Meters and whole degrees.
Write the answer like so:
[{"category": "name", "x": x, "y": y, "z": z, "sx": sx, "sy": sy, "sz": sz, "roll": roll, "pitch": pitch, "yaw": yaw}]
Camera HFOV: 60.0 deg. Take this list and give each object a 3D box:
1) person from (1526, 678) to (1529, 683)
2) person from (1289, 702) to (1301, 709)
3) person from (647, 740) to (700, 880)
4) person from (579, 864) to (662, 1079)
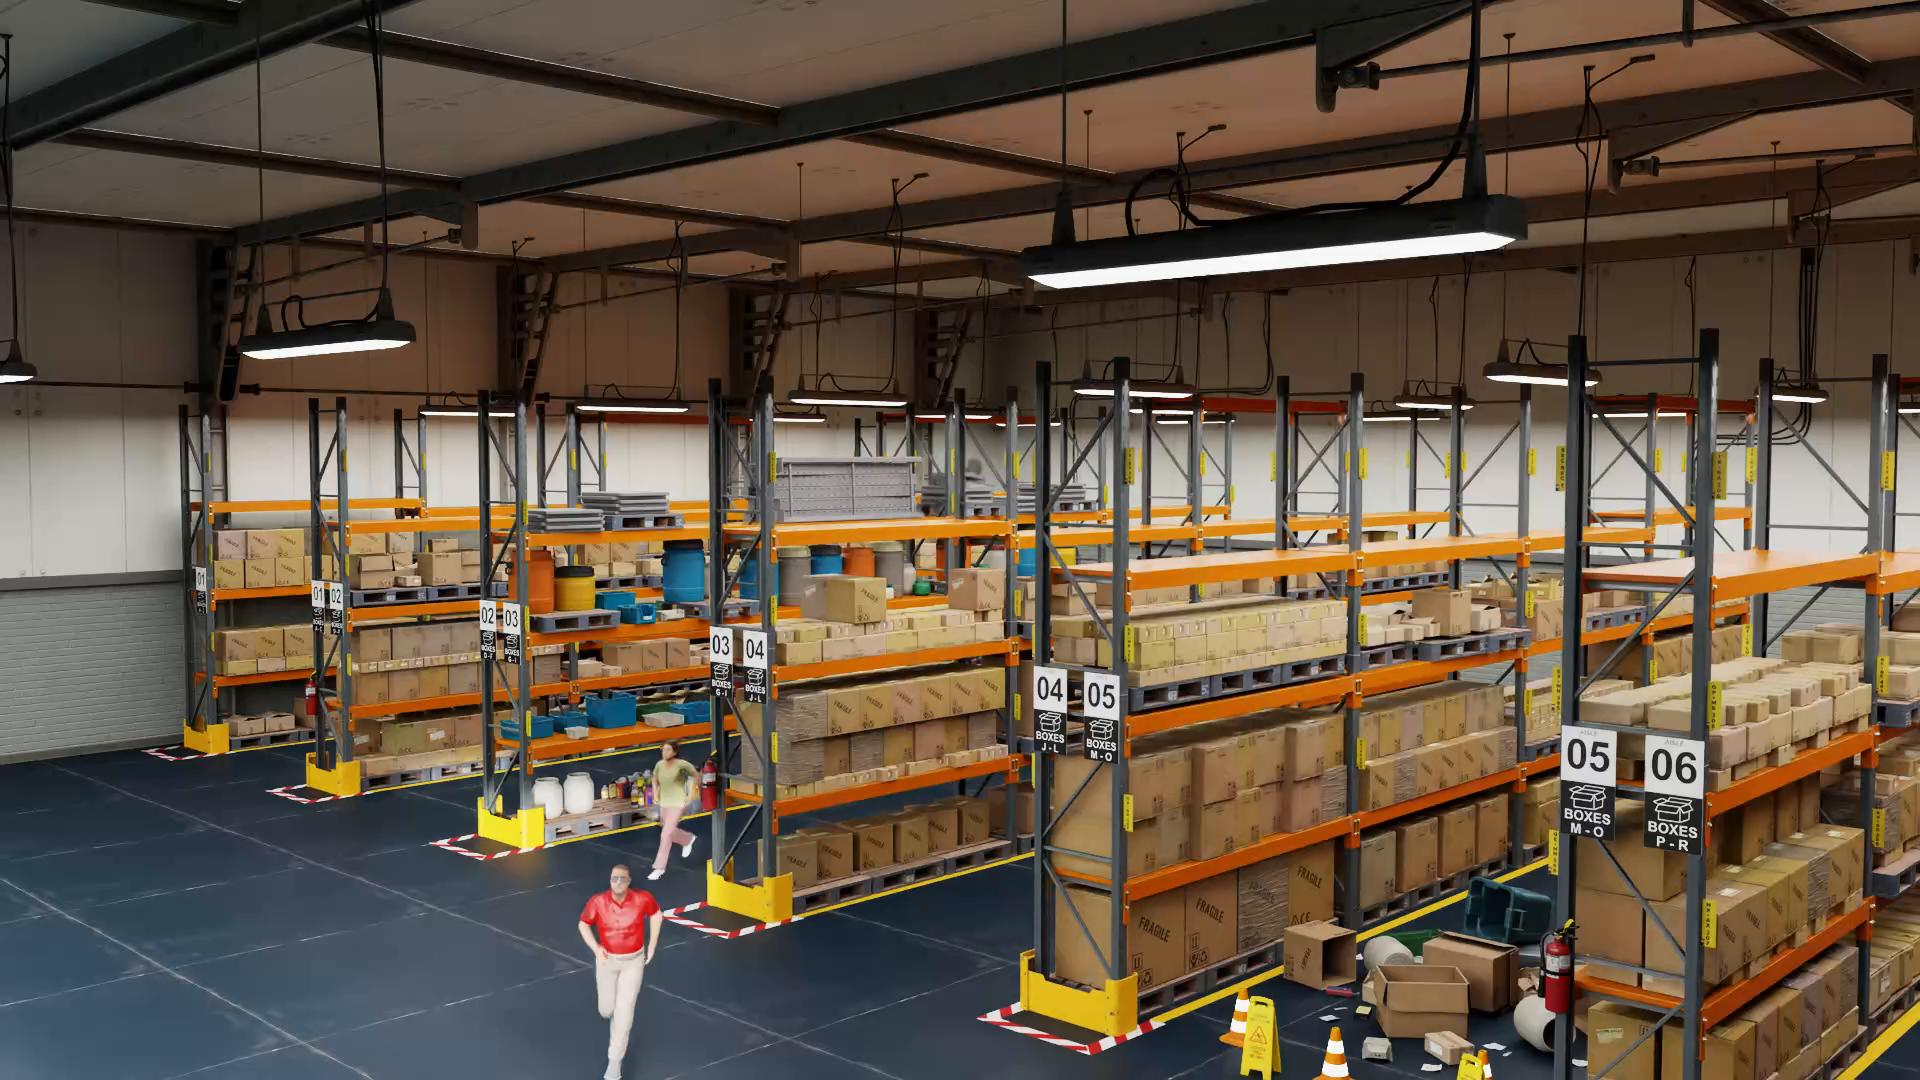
[{"category": "person", "x": 8.738, "y": 2.964, "z": 25.701, "sx": 0.896, "sy": 1.725, "sz": 0.670, "roll": -3, "pitch": 4, "yaw": -45}, {"category": "person", "x": 4.856, "y": 3.107, "z": 23.938, "sx": 0.577, "sy": 1.653, "sz": 1.056, "roll": 3, "pitch": 4, "yaw": 42}, {"category": "person", "x": -3.515, "y": 3.265, "z": 20.432, "sx": 0.601, "sy": 1.661, "sz": 0.948, "roll": 1, "pitch": 3, "yaw": 22}, {"category": "person", "x": -2.874, "y": 3.580, "z": 14.077, "sx": 0.686, "sy": 1.724, "sz": 0.937, "roll": 0, "pitch": 3, "yaw": -7}]
